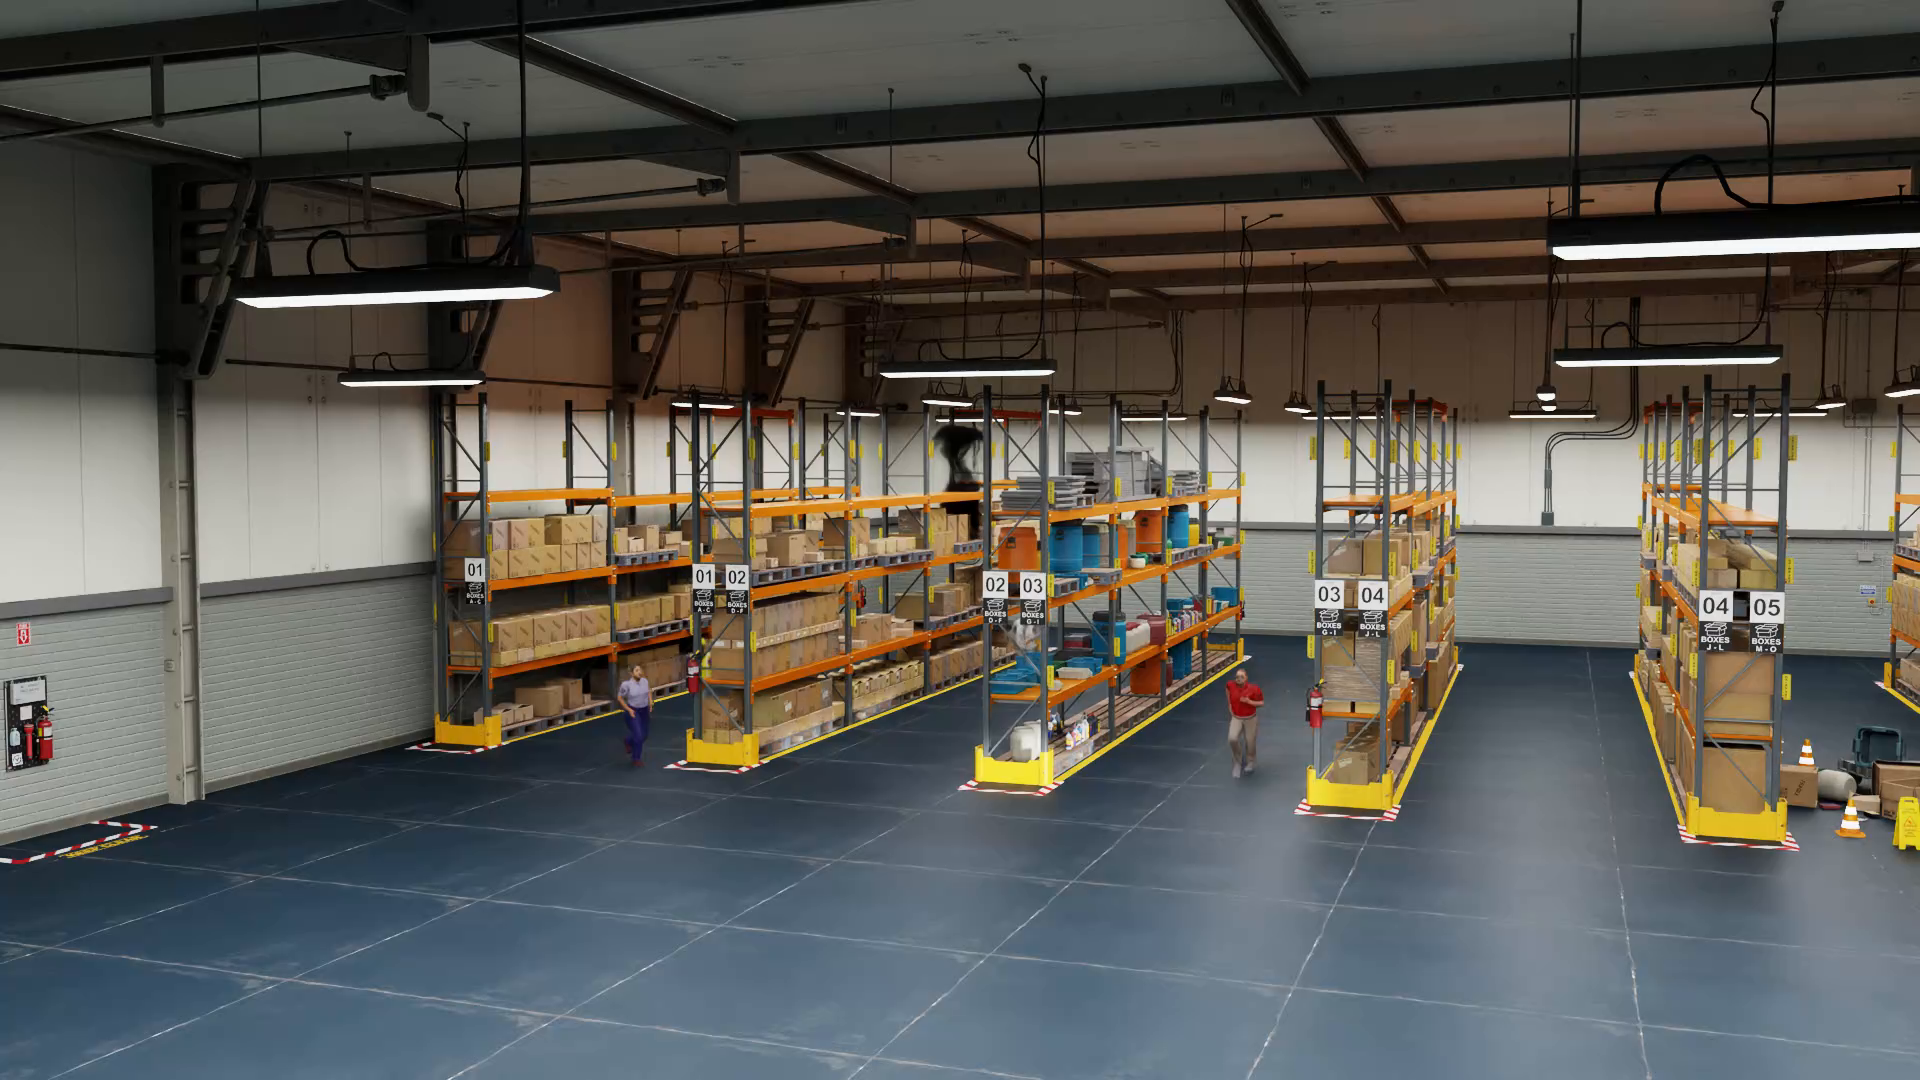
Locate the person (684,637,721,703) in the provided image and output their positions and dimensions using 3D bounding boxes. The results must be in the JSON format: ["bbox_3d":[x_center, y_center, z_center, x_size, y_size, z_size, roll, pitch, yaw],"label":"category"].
[{"bbox_3d":[-4.558,2.569,29.290,0.682,1.716,0.700,1,3,17],"label":"person"}]

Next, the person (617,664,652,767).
[{"bbox_3d":[-5.219,2.792,26.606,0.606,1.645,0.635,-3,4,-44],"label":"person"}]

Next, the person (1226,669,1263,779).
[{"bbox_3d":[4.362,2.805,25.538,0.646,1.702,0.938,1,3,21],"label":"person"}]

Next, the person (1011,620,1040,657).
[{"bbox_3d":[1.391,2.287,35.365,0.650,1.706,0.738,0,3,7],"label":"person"}]
